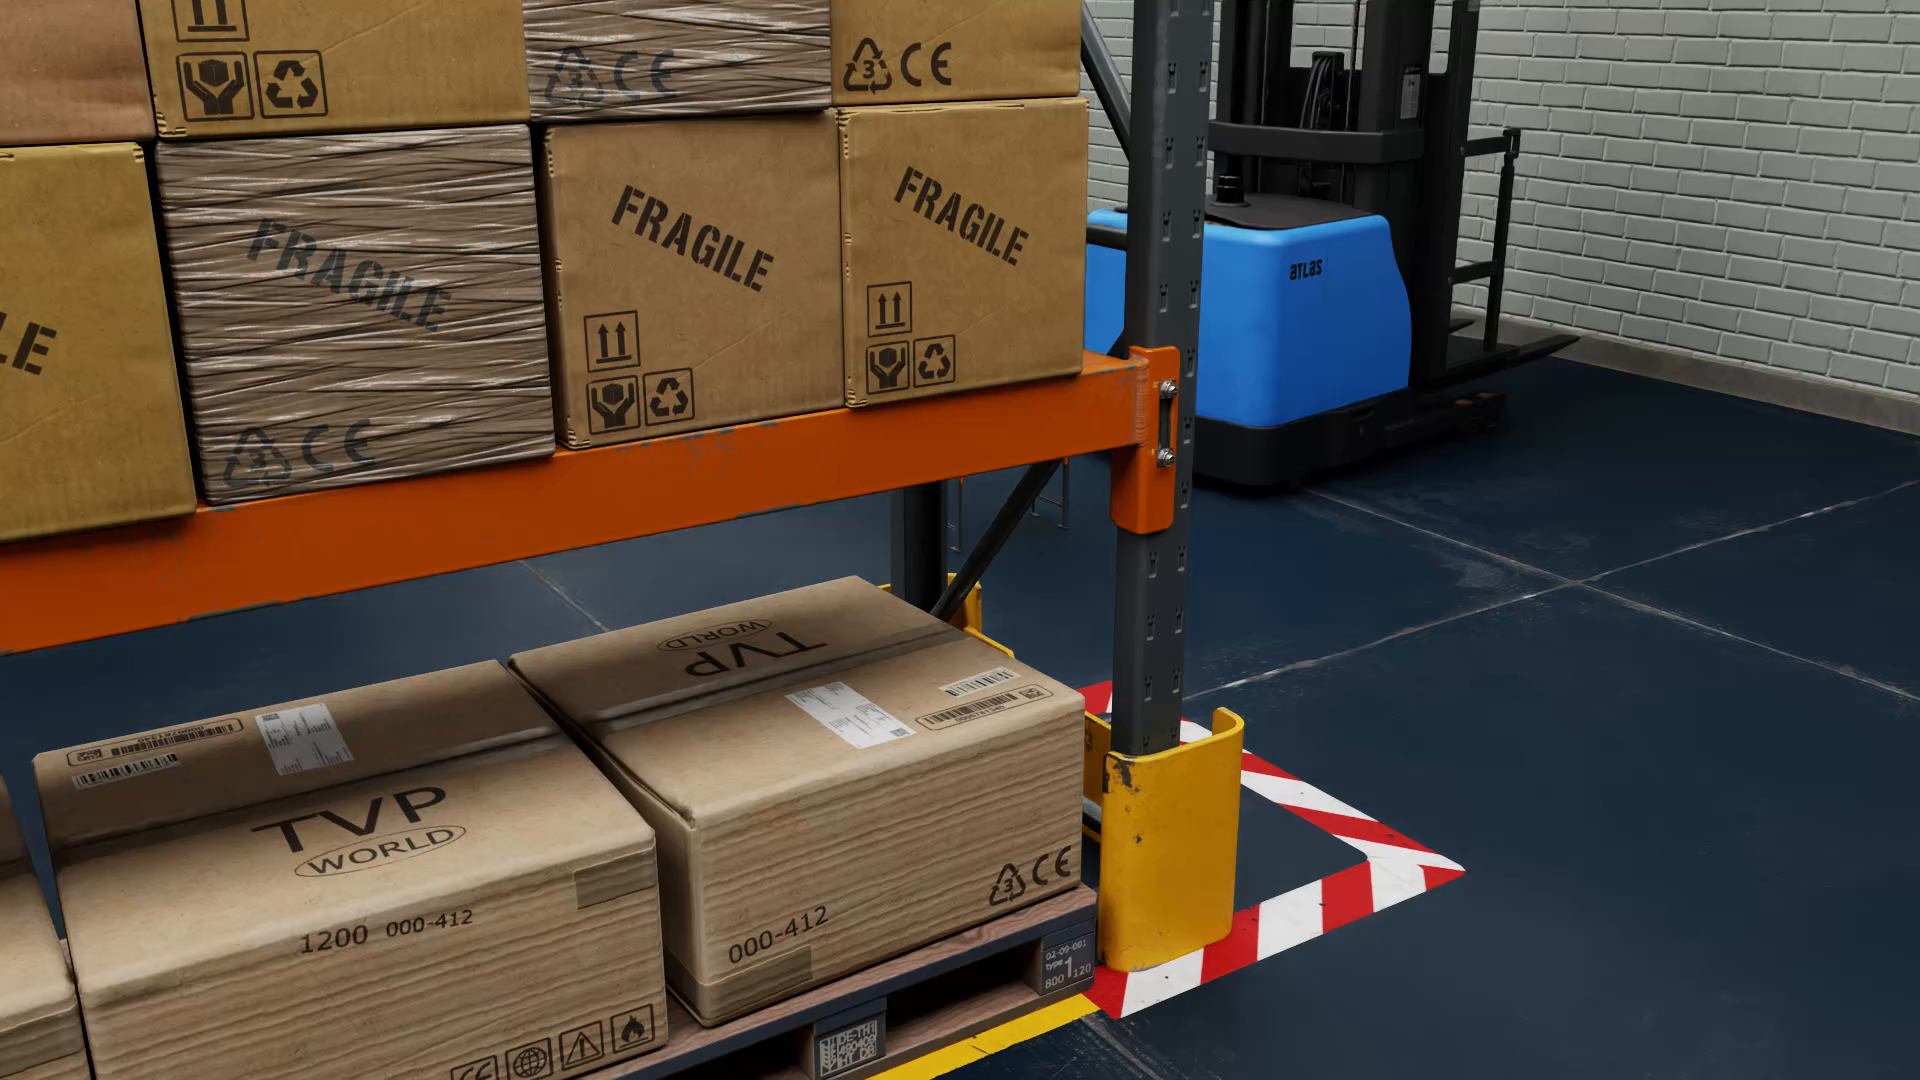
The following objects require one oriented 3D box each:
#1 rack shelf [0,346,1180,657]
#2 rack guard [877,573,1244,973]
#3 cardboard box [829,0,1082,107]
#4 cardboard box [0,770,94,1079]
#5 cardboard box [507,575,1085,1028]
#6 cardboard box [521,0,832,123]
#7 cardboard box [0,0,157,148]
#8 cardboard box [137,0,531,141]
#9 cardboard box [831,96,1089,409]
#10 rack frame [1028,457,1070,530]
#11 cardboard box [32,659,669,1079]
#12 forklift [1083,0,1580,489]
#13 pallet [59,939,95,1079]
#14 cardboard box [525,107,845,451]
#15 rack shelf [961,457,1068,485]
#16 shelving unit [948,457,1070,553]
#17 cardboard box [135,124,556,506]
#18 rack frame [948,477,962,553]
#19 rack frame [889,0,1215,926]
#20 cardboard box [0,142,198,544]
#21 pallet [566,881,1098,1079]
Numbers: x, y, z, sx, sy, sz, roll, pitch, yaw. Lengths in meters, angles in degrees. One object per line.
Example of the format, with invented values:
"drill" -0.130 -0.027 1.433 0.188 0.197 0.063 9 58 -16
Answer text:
"rack shelf" -1.526 0.016 2.637 4.000 0.370 1.077 -12 22 -31
"rack guard" 0.164 0.503 3.976 0.348 0.500 1.175 -12 22 -31
"cardboard box" -0.127 -1.049 2.948 0.500 0.500 0.500 -11 22 -30
"cardboard box" -1.866 0.803 2.532 0.875 0.438 0.875 -13 22 -33
"cardboard box" -0.352 0.481 3.484 0.875 0.438 0.875 -13 23 -33
"cardboard box" -0.548 -0.949 2.652 0.500 0.500 0.500 -12 22 -31
"cardboard box" -1.383 -0.775 2.137 0.500 0.500 0.500 -12 22 -32
"cardboard box" -0.962 -0.863 2.397 0.500 0.500 0.500 -12 22 -32
"cardboard box" -0.113 -0.569 3.087 0.500 0.500 0.500 -12 22 -31
"rack frame" 0.342 -0.641 6.266 0.015 1.200 0.240 -12 22 -31
"cardboard box" -1.112 0.644 3.000 0.875 0.438 0.875 -11 22 -30
"forklift" 1.922 -1.979 7.521 3.031 2.935 1.130 -17 25 -41
"pallet" -1.498 1.019 2.900 1.213 0.211 1.003 -12 22 -31
"cardboard box" -0.540 -0.484 2.837 0.500 0.500 0.500 -12 22 -33
"rack shelf" 0.138 -0.346 6.224 0.480 0.148 0.258 -12 22 -31
"shelving unit" 0.138 -0.598 6.139 0.503 1.200 0.258 -12 22 -31
"cardboard box" -0.965 -0.391 2.561 0.500 0.500 0.500 -11 22 -30
"rack frame" -0.066 -0.555 6.012 0.015 1.200 0.240 -12 22 -31
"rack frame" 0.144 -0.677 3.563 0.127 3.000 1.000 -12 22 -31
"cardboard box" -1.389 -0.296 2.282 0.500 0.500 0.500 -11 22 -30
"pallet" -0.480 0.806 3.532 1.213 0.211 1.003 -12 22 -31
